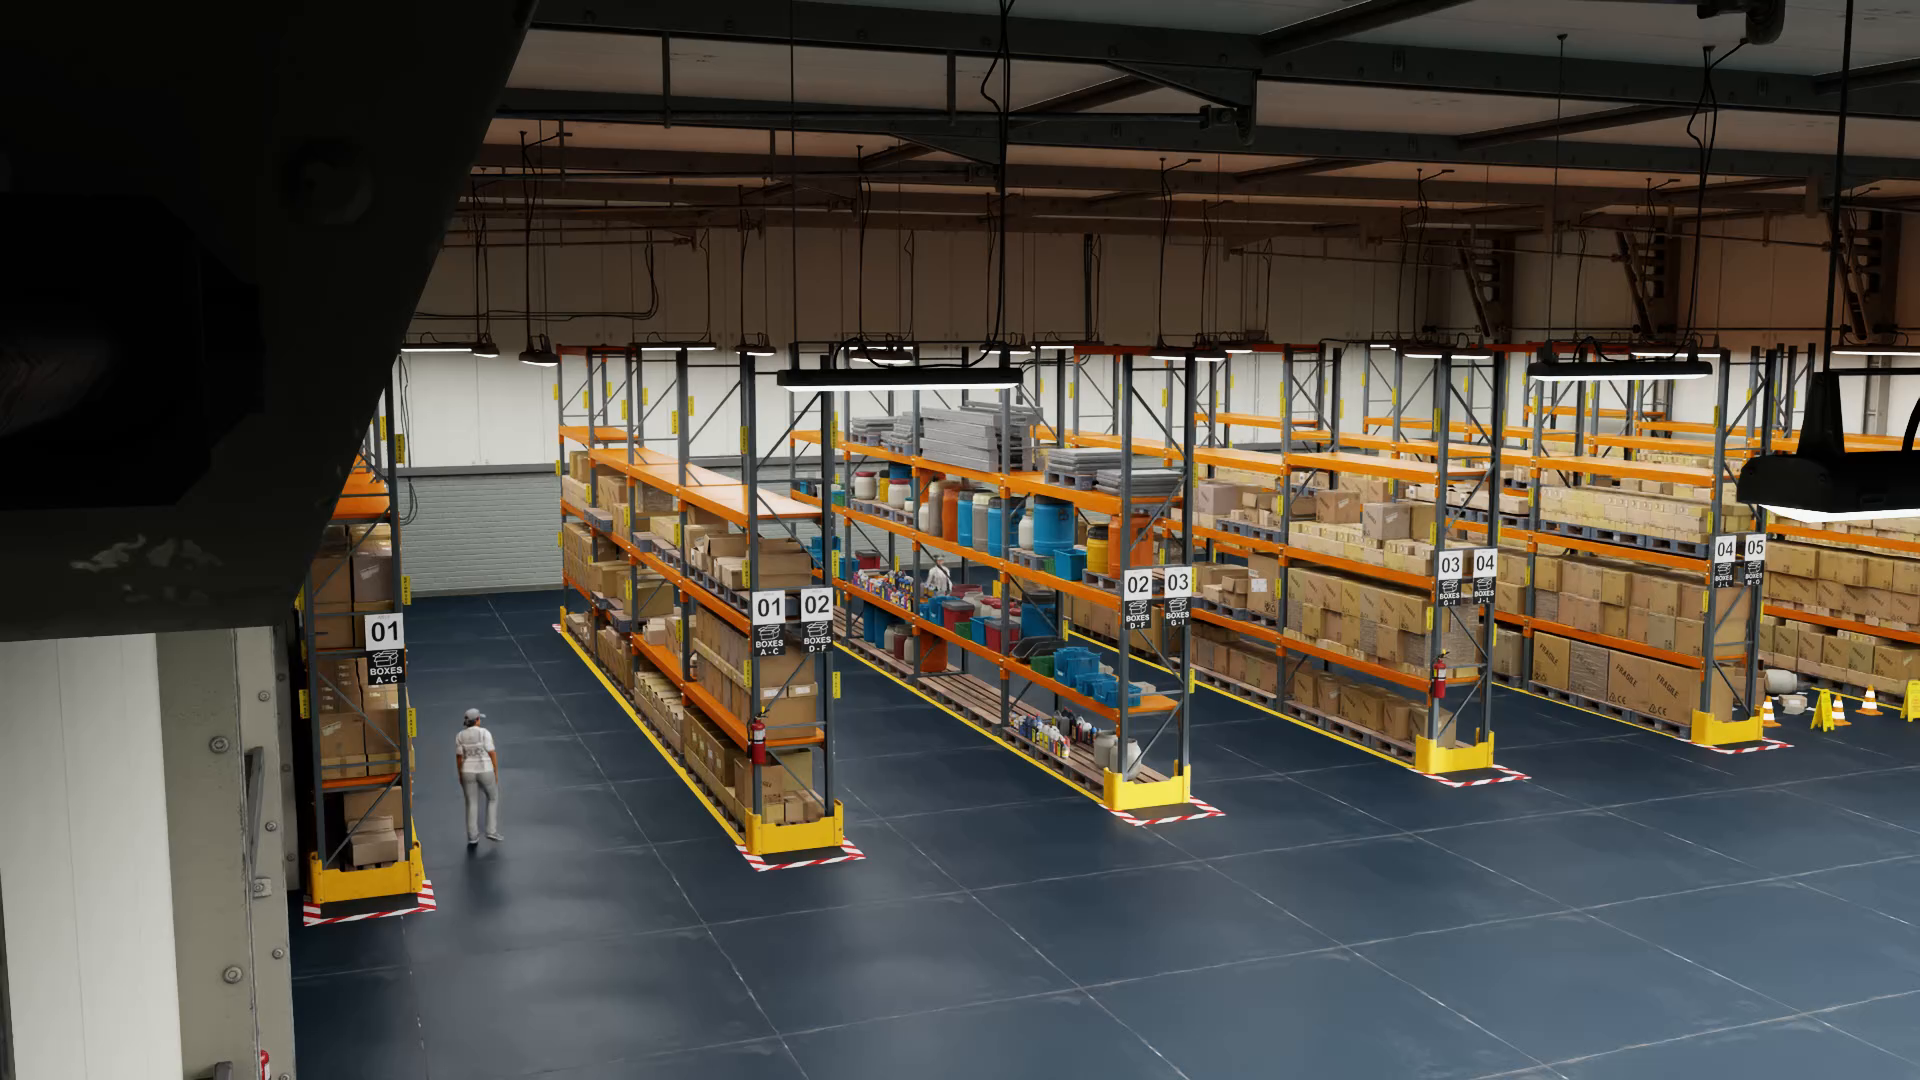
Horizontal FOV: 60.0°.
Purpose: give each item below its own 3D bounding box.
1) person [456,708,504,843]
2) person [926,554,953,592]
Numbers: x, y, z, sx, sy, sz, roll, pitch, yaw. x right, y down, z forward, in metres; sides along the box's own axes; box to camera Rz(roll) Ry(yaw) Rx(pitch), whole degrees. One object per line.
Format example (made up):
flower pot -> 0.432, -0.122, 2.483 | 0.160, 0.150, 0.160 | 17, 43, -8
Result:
person -> -5.952, 2.937, 20.524 | 0.530, 1.715, 0.514 | 0, 7, -3
person -> -0.404, 1.091, 34.767 | 0.512, 1.623, 1.034 | -3, 8, -24
